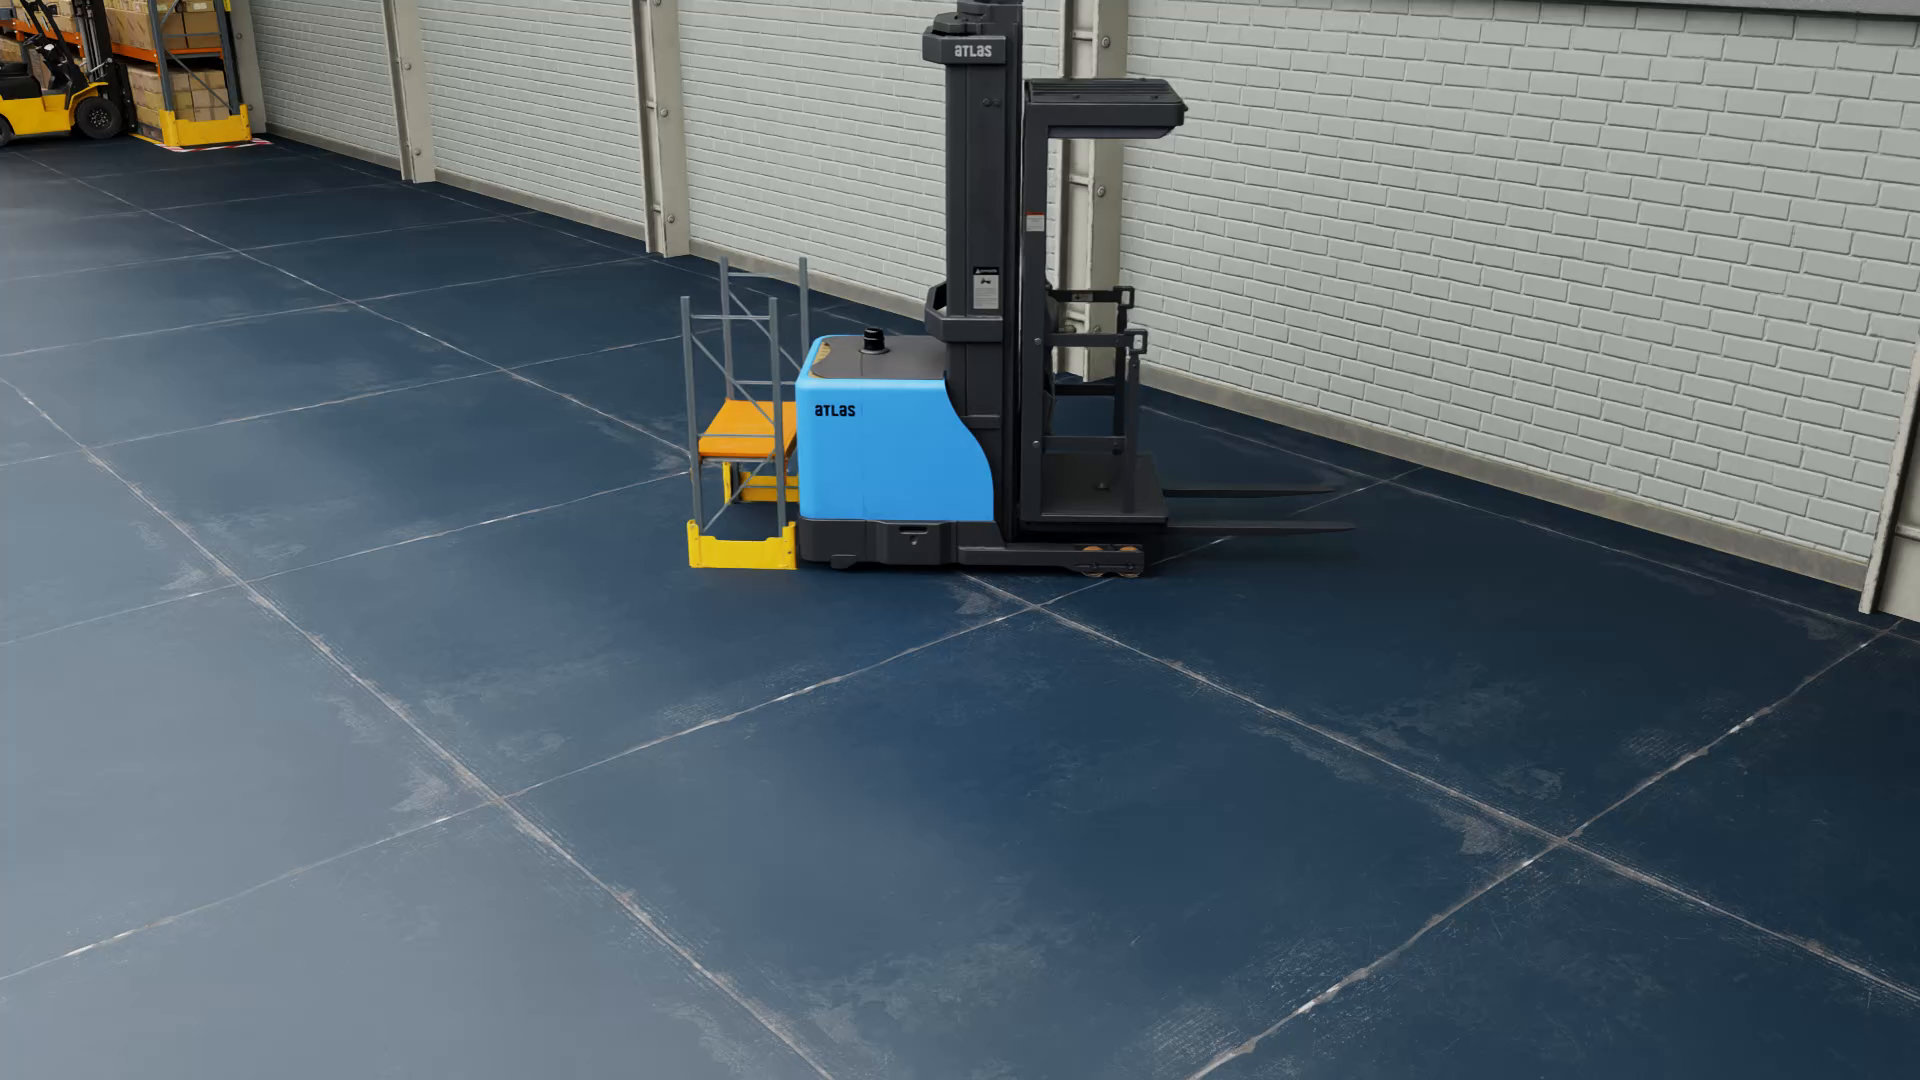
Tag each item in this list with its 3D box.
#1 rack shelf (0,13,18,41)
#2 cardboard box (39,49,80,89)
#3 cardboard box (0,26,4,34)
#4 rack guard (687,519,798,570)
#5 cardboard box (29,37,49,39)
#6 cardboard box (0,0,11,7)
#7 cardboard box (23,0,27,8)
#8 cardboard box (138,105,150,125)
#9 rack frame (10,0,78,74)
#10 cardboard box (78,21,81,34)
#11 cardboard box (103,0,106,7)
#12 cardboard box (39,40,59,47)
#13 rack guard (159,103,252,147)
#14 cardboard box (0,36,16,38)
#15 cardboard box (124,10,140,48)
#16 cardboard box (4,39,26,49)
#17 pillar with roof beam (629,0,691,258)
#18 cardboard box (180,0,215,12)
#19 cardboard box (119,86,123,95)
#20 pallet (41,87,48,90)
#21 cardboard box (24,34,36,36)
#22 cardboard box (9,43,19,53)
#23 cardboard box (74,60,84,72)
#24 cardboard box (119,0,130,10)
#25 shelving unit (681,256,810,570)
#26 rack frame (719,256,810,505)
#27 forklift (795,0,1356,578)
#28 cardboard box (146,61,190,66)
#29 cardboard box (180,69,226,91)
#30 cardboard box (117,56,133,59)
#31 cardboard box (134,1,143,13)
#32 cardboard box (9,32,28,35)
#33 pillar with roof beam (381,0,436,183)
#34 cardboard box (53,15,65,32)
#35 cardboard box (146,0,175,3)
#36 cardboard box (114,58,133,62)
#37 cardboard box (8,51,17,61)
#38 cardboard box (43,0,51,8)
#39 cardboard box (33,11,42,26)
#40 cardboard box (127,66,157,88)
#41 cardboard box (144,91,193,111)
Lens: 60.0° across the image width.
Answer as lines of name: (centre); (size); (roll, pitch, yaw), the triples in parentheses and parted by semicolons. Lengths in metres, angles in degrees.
rack shelf: (-17.557, -9.666, 31.036); (1.077, 0.370, 4.000); (-17, 27, -37)
cardboard box: (-15.422, -8.184, 28.946); (0.875, 0.625, 0.625); (-16, 27, -36)
cardboard box: (-18.624, -9.803, 31.954); (0.380, 0.149, 0.250); (-19, 28, -40)
rack guard: (-1.186, 0.025, 9.078); (0.587, 0.250, 0.087); (1, 21, 3)
cardboard box: (-17.241, -9.345, 31.192); (0.380, 0.149, 0.250); (-17, 27, -37)
cardboard box: (-16.971, -9.617, 29.694); (0.380, 0.149, 0.250); (-17, 27, -36)
cardboard box: (-15.821, -9.292, 28.615); (0.500, 0.250, 0.500); (-16, 27, -36)
cardboard box: (-11.893, -6.348, 24.772); (0.500, 0.250, 0.500); (-17, 27, -37)
rack frame: (-16.252, -9.448, 29.494); (1.000, 3.000, 0.127); (-17, 27, -37)
cardboard box: (-13.549, -8.205, 26.183); (0.500, 0.500, 0.500); (-18, 28, -39)
cardboard box: (-12.818, -8.181, 25.231); (0.380, 0.149, 0.250); (-19, 28, -39)
cardboard box: (-16.732, -9.130, 30.643); (0.380, 0.149, 0.250); (-17, 27, -37)
rack guard: (-11.014, -6.068, 24.290); (1.175, 0.500, 0.348); (-17, 27, -37)
cardboard box: (-17.930, -9.379, 31.279); (0.380, 0.149, 0.250); (-16, 27, -36)
cardboard box: (-11.882, -7.504, 24.392); (0.500, 0.500, 0.500); (-16, 27, -36)
cardboard box: (-17.407, -9.162, 30.725); (0.380, 0.149, 0.250); (-18, 28, -38)
pillar with roof beam: (-6.230, -6.098, 12.715); (9.100, 9.000, 0.400); (-17, 27, -37)
cardboard box: (-11.055, -7.742, 24.111); (0.380, 0.149, 0.250); (-18, 28, -39)
cardboard box: (-12.580, -6.864, 25.405); (0.500, 0.250, 0.500); (-18, 27, -38)
pallet: (-15.744, -7.913, 29.398); (1.003, 0.211, 1.213); (-17, 27, -37)
cardboard box: (-17.737, -9.564, 31.752); (0.380, 0.149, 0.250); (-17, 27, -36)
cardboard box: (-16.968, -8.926, 30.123); (0.380, 0.149, 0.250); (-19, 28, -40)
cardboard box: (-13.990, -7.575, 27.390); (0.875, 0.625, 0.625); (-16, 26, -35)
cardboard box: (-12.144, -7.899, 24.513); (0.380, 0.149, 0.250); (-19, 28, -39)
shelving unit: (-1.155, -0.739, 9.313); (0.587, 1.500, 1.083); (1, 21, 3)
rack frame: (-1.124, -0.920, 9.777); (0.500, 1.500, 0.032); (1, 21, 3)
forklift: (0.647, -1.358, 8.932); (3.031, 2.935, 1.130); (1, 21, 2)
cardboard box: (-12.177, -7.218, 25.623); (0.500, 0.250, 0.500); (-18, 28, -38)
cardboard box: (-11.200, -6.797, 24.548); (0.500, 0.250, 0.500); (-18, 28, -38)
cardboard box: (-13.173, -7.634, 26.686); (0.500, 0.250, 0.500); (-17, 27, -36)
cardboard box: (-11.658, -7.679, 23.951); (0.380, 0.149, 0.250); (-17, 27, -37)
cardboard box: (-18.228, -9.783, 32.310); (0.380, 0.149, 0.250); (-17, 27, -37)
pillar with roof beam: (-10.146, -7.756, 16.947); (9.100, 9.000, 0.400); (-17, 27, -37)
cardboard box: (-14.500, -8.488, 27.248); (0.500, 0.250, 0.500); (-18, 27, -38)
cardboard box: (-11.423, -7.774, 23.785); (0.380, 0.149, 0.250); (-17, 27, -37)
cardboard box: (-13.237, -7.372, 26.016); (0.500, 0.250, 0.500); (-17, 27, -37)
cardboard box: (-17.009, -8.686, 30.401); (0.500, 0.500, 0.500); (-18, 28, -38)
cardboard box: (-14.826, -8.864, 27.522); (0.500, 0.250, 0.500); (-17, 27, -36)
cardboard box: (-15.481, -8.917, 28.343); (0.500, 0.250, 0.500); (-19, 28, -39)
cardboard box: (-12.241, -6.949, 24.935); (0.500, 0.250, 0.500); (-17, 27, -37)
cardboard box: (-11.584, -6.446, 24.338); (0.500, 0.250, 0.500); (-18, 28, -38)
